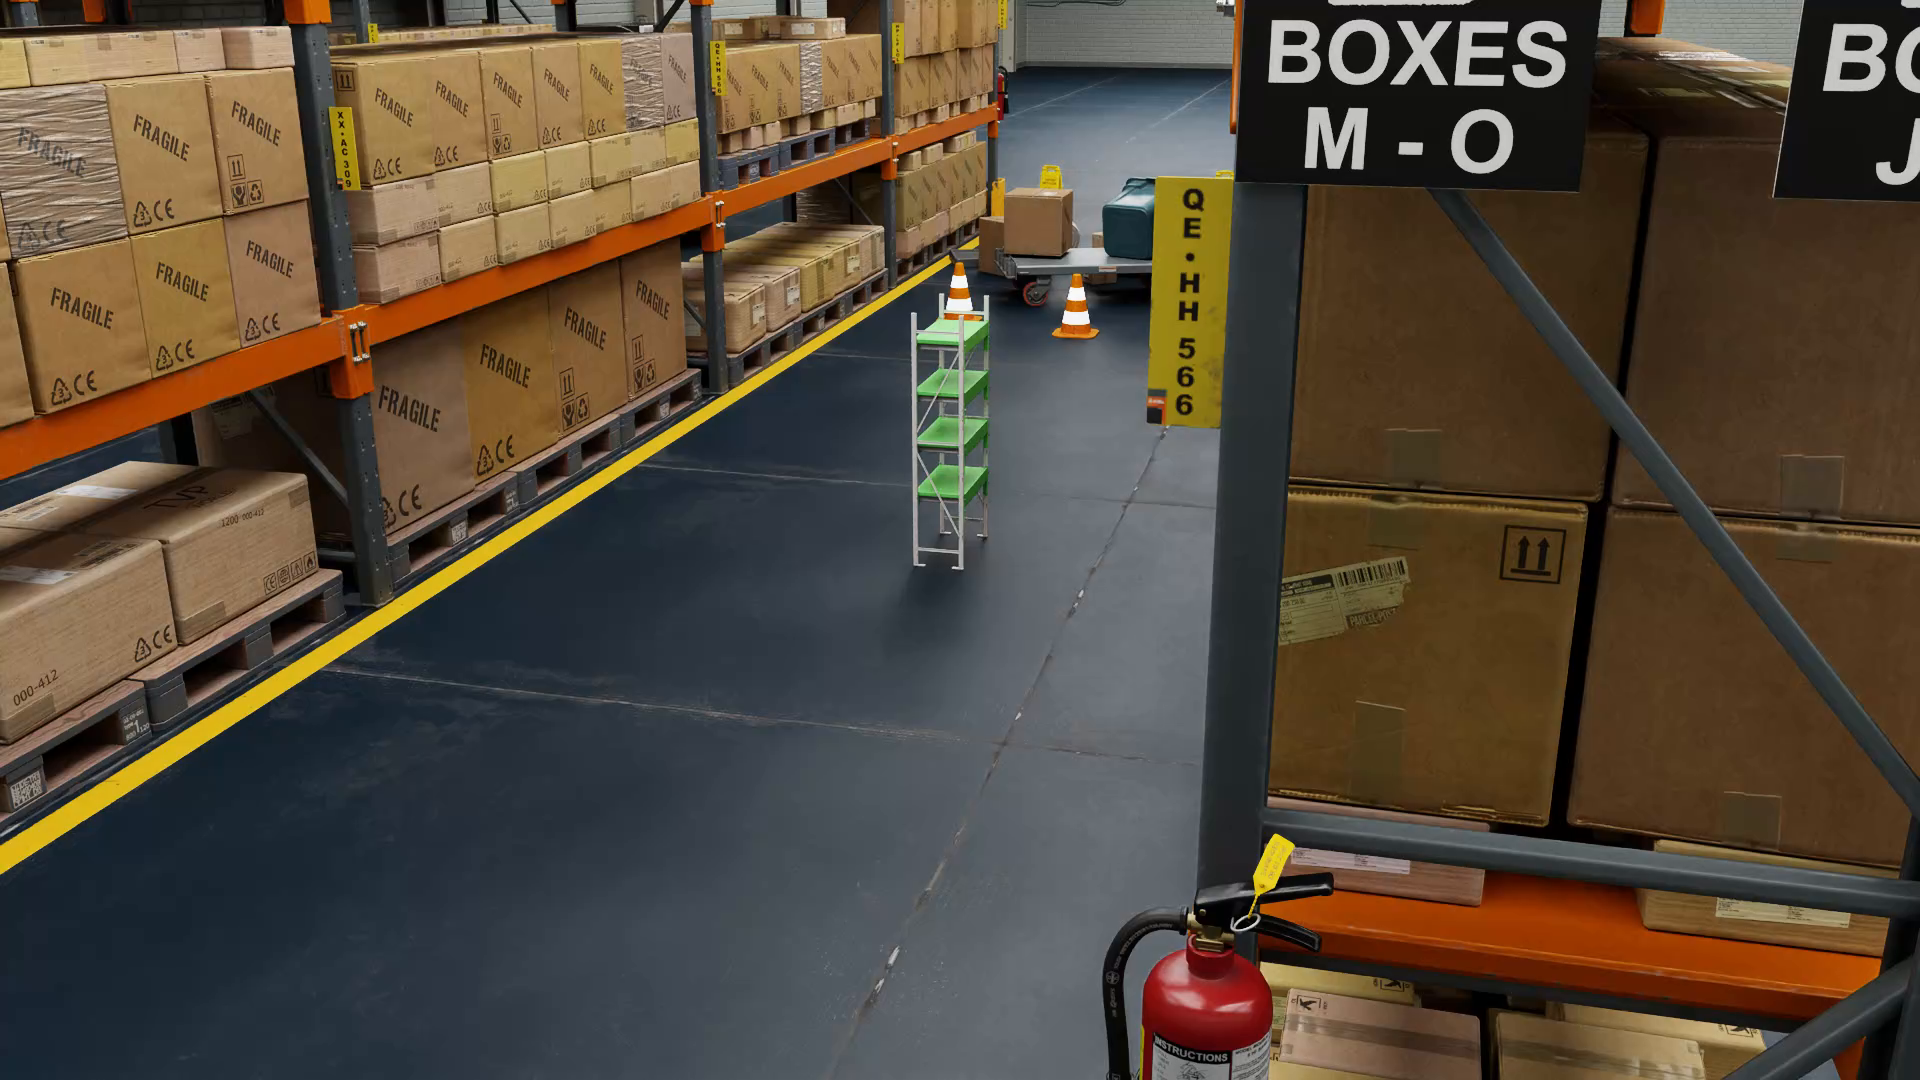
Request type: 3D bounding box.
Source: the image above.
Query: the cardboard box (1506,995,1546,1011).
[{"bbox_3d":[1.406,0.924,3.681,0.380,0.149,0.250,4,19,11],"label":"cardboard box"}]

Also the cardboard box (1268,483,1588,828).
[{"bbox_3d":[0.692,0.093,2.661,0.500,0.500,0.500,5,20,14],"label":"cardboard box"}]

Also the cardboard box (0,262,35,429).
[{"bbox_3d":[-3.253,-0.569,5.059,0.500,0.500,0.500,5,20,15],"label":"cardboard box"}]

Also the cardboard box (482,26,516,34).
[{"bbox_3d":[-4.938,-5.363,17.629,0.380,0.149,0.250,5,20,15],"label":"cardboard box"}]

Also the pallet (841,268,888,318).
[{"bbox_3d":[-1.250,-2.115,14.052,1.003,0.211,1.213,5,19,13],"label":"pallet"}]

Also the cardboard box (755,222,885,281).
[{"bbox_3d":[-1.187,-2.469,14.191,0.950,0.372,0.625,5,19,14],"label":"cardboard box"}]

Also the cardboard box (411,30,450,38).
[{"bbox_3d":[-5.280,-4.967,16.469,0.380,0.149,0.250,4,19,13],"label":"cardboard box"}]

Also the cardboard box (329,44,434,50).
[{"bbox_3d":[-2.888,-2.171,8.203,0.500,0.500,0.500,5,20,15],"label":"cardboard box"}]

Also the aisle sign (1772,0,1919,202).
[{"bbox_3d":[1.104,-0.742,1.696,0.394,0.787,0.004,5,19,13],"label":"aisle sign"}]

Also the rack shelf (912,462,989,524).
[{"bbox_3d":[-0.040,-0.228,7.940,0.258,0.148,0.480,5,19,13],"label":"rack shelf"}]

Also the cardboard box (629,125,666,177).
[{"bbox_3d":[-2.032,-2.257,9.615,0.500,0.250,0.500,4,19,12],"label":"cardboard box"}]

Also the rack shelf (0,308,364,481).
[{"bbox_3d":[-3.505,-0.204,5.256,1.077,0.370,4.000,5,19,13],"label":"rack shelf"}]

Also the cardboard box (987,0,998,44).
[{"bbox_3d":[0.003,-5.416,17.242,0.700,0.500,0.500,4,19,12],"label":"cardboard box"}]

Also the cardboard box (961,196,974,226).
[{"bbox_3d":[-0.155,-3.393,17.086,0.500,0.250,0.500,5,19,14],"label":"cardboard box"}]

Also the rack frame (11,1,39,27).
[{"bbox_3d":[-6.853,-2.816,11.790,1.000,3.000,0.127,5,19,13],"label":"rack frame"}]

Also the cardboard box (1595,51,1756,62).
[{"bbox_3d":[1.696,-0.983,4.262,0.500,0.500,0.500,5,20,15],"label":"cardboard box"}]

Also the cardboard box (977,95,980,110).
[{"bbox_3d":[-0.006,-4.512,17.146,0.380,0.149,0.250,4,19,12],"label":"cardboard box"}]

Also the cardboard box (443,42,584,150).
[{"bbox_3d":[-2.287,-2.288,8.543,0.500,0.500,0.500,4,19,12],"label":"cardboard box"}]

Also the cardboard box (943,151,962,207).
[{"bbox_3d":[-0.281,-3.591,16.506,0.500,0.500,0.500,4,19,12],"label":"cardboard box"}]

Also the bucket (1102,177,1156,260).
[{"bbox_3d":[1.561,-2.714,14.206,0.726,0.611,0.620,12,32,32],"label":"bucket"}]

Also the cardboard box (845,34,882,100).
[{"bbox_3d":[-0.952,-3.902,13.707,0.500,0.500,0.500,4,19,12],"label":"cardboard box"}]

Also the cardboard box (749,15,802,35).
[{"bbox_3d":[-1.519,-4.253,13.730,0.380,0.149,0.250,5,19,13],"label":"cardboard box"}]

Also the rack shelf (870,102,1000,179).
[{"bbox_3d":[-0.573,-3.965,16.268,1.077,0.370,4.000,5,19,13],"label":"rack shelf"}]

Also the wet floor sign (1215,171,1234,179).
[{"bbox_3d":[2.828,-3.624,17.800,0.267,0.644,0.232,1,19,4],"label":"wet floor sign"}]

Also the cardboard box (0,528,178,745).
[{"bbox_3d":[-3.492,0.312,5.948,0.875,0.438,0.875,4,19,12],"label":"cardboard box"}]

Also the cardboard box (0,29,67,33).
[{"bbox_3d":[-3.413,-1.755,5.980,0.380,0.149,0.250,4,19,13],"label":"cardboard box"}]

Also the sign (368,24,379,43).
[{"bbox_3d":[-5.347,-4.540,15.170,0.100,0.325,0.005,5,19,13],"label":"sign"}]

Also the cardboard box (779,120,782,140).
[{"bbox_3d":[-1.495,-2.926,11.853,0.380,0.149,0.250,6,20,17],"label":"cardboard box"}]

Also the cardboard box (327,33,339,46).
[{"bbox_3d":[-6.091,-4.688,15.654,0.380,0.149,0.250,5,19,14],"label":"cardboard box"}]

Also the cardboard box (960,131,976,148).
[{"bbox_3d":[-0.051,-4.099,16.990,0.380,0.149,0.250,5,20,15],"label":"cardboard box"}]

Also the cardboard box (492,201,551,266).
[{"bbox_3d":[-2.387,-1.539,8.284,0.500,0.250,0.500,4,19,13],"label":"cardboard box"}]

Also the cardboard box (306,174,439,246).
[{"bbox_3d":[-2.635,-1.452,7.257,0.500,0.250,0.500,4,19,12],"label":"cardboard box"}]

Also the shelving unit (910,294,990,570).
[{"bbox_3d":[-0.040,-0.516,7.842,0.258,1.200,0.503,5,19,13],"label":"shelving unit"}]

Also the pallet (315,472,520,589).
[{"bbox_3d":[-2.901,-0.099,8.151,1.003,0.211,1.213,5,19,13],"label":"pallet"}]

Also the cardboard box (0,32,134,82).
[{"bbox_3d":[-3.067,-1.645,5.657,0.380,0.149,0.250,4,19,13],"label":"cardboard box"}]

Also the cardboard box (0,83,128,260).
[{"bbox_3d":[-3.111,-1.203,5.368,0.500,0.500,0.500,5,19,14],"label":"cardboard box"}]

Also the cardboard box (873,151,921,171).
[{"bbox_3d":[-0.567,-3.436,15.047,0.380,0.149,0.250,5,19,14],"label":"cardboard box"}]

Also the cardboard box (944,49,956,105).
[{"bbox_3d":[-0.344,-4.458,15.983,0.500,0.500,0.500,5,19,14],"label":"cardboard box"}]

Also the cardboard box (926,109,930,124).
[{"bbox_3d":[-0.498,-3.963,15.537,0.380,0.149,0.250,5,19,13],"label":"cardboard box"}]

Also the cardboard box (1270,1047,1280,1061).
[{"bbox_3d":[0.800,1.186,3.375,0.380,0.149,0.250,4,19,12],"label":"cardboard box"}]

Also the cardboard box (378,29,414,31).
[{"bbox_3d":[-5.746,-5.087,16.822,0.380,0.149,0.250,4,19,13],"label":"cardboard box"}]

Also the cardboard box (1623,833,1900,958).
[{"bbox_3d":[1.228,0.485,2.515,0.380,0.149,0.250,4,19,13],"label":"cardboard box"}]

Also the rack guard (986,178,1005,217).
[{"bbox_3d":[-0.103,-3.725,18.321,1.175,0.500,0.348,5,19,13],"label":"rack guard"}]

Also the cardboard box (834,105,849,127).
[{"bbox_3d":[-1.088,-3.330,13.036,0.380,0.149,0.250,5,19,14],"label":"cardboard box"}]

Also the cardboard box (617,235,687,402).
[{"bbox_3d":[-2.288,-1.408,10.307,0.875,0.875,0.875,4,19,13],"label":"cardboard box"}]

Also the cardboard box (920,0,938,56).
[{"bbox_3d":[-0.598,-4.619,14.908,0.700,0.500,0.500,5,19,14],"label":"cardboard box"}]

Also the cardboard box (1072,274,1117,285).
[{"bbox_3d":[1.219,-2.470,15.010,0.258,0.266,0.396,-9,21,-24],"label":"cardboard box"}]

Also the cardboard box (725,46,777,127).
[{"bbox_3d":[-1.584,-3.098,11.353,0.500,0.500,0.500,6,20,16],"label":"cardboard box"}]

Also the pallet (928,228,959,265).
[{"bbox_3d":[-0.636,-2.956,16.515,1.003,0.211,1.213,5,19,13],"label":"pallet"}]

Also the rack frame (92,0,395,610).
[{"bbox_3d":[-3.016,-1.171,6.975,1.000,3.000,0.127,5,19,13],"label":"rack frame"}]

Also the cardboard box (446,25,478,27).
[{"bbox_3d":[-5.410,-5.490,18.002,0.380,0.149,0.250,5,19,14],"label":"cardboard box"}]

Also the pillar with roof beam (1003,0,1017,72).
[{"bbox_3d":[5.562,-17.078,44.265,9.100,9.000,0.400,5,19,13],"label":"pillar with roof beam"}]
